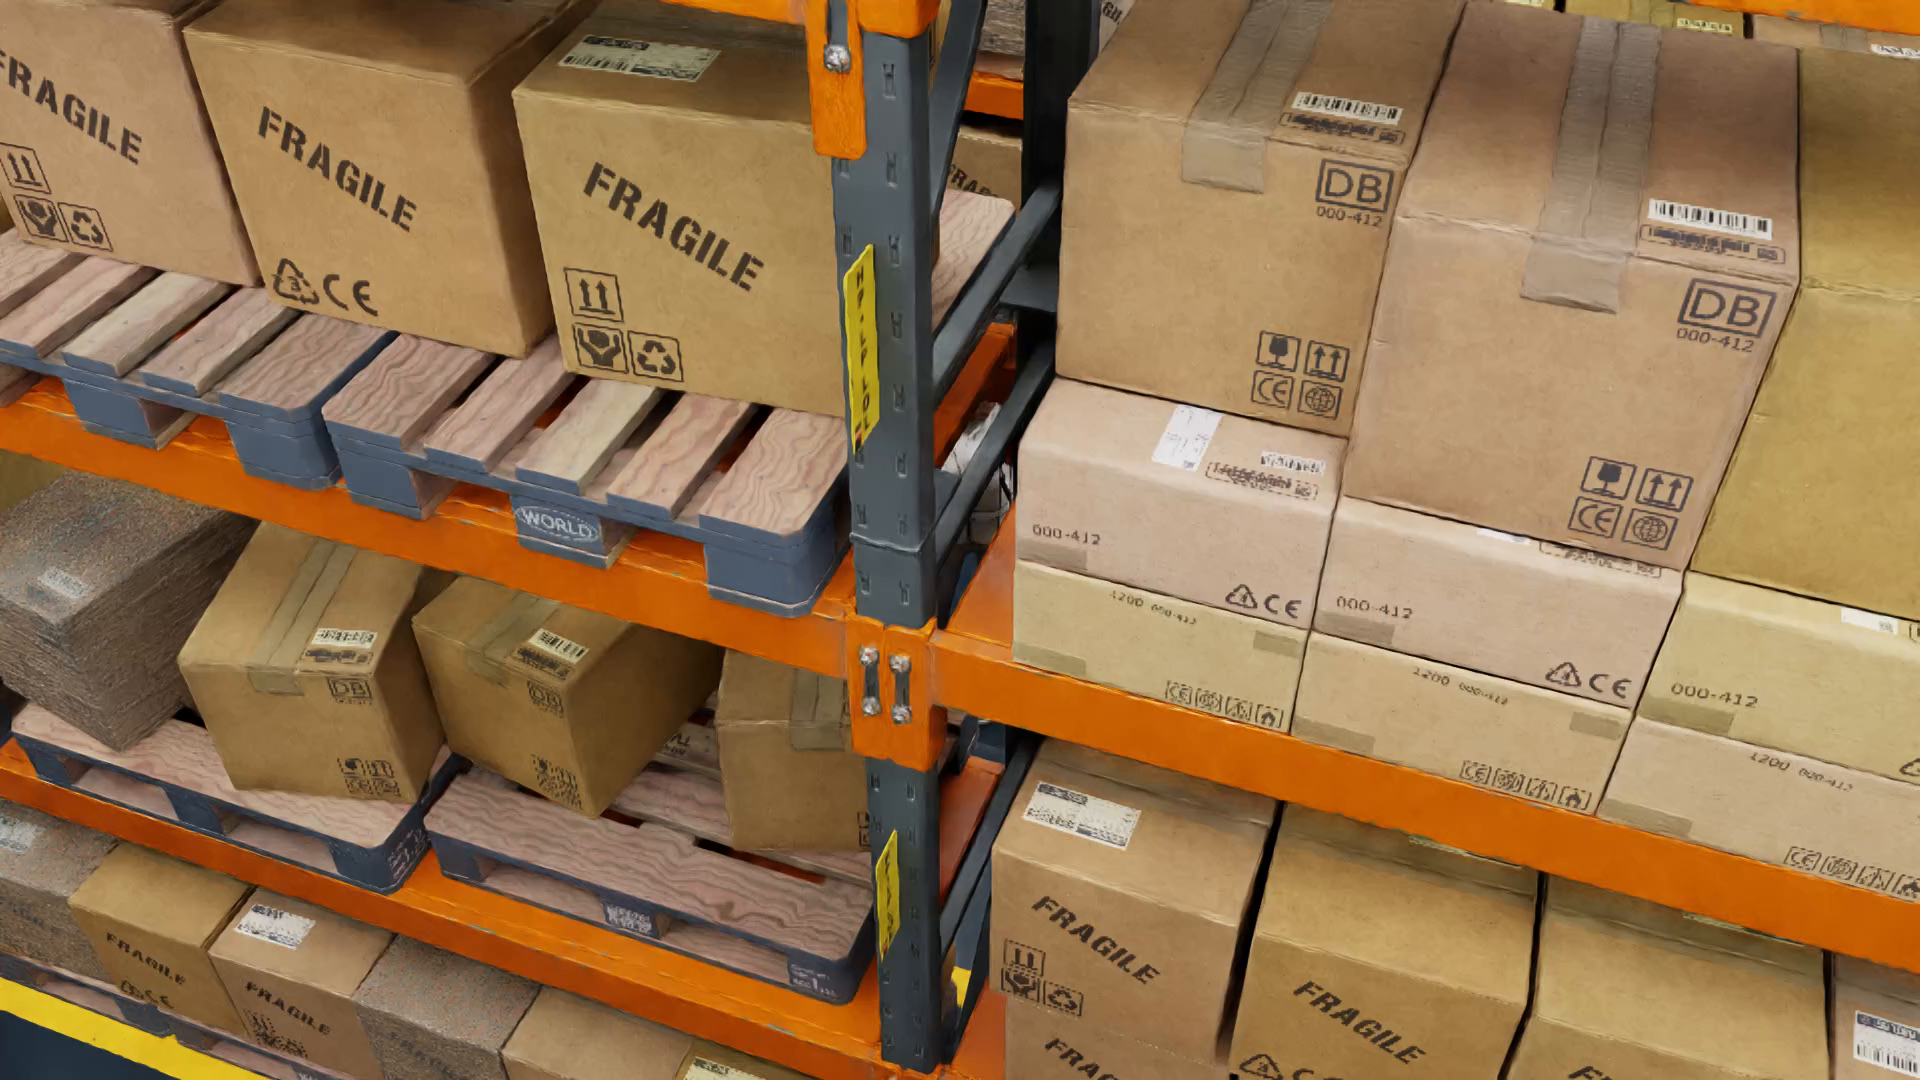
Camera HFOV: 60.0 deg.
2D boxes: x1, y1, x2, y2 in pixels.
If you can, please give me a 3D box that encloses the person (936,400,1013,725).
[{"bbox_3d":[0.040,-0.001,6.149,0.527,1.714,0.376,2,42,2],"label":"person"}]
